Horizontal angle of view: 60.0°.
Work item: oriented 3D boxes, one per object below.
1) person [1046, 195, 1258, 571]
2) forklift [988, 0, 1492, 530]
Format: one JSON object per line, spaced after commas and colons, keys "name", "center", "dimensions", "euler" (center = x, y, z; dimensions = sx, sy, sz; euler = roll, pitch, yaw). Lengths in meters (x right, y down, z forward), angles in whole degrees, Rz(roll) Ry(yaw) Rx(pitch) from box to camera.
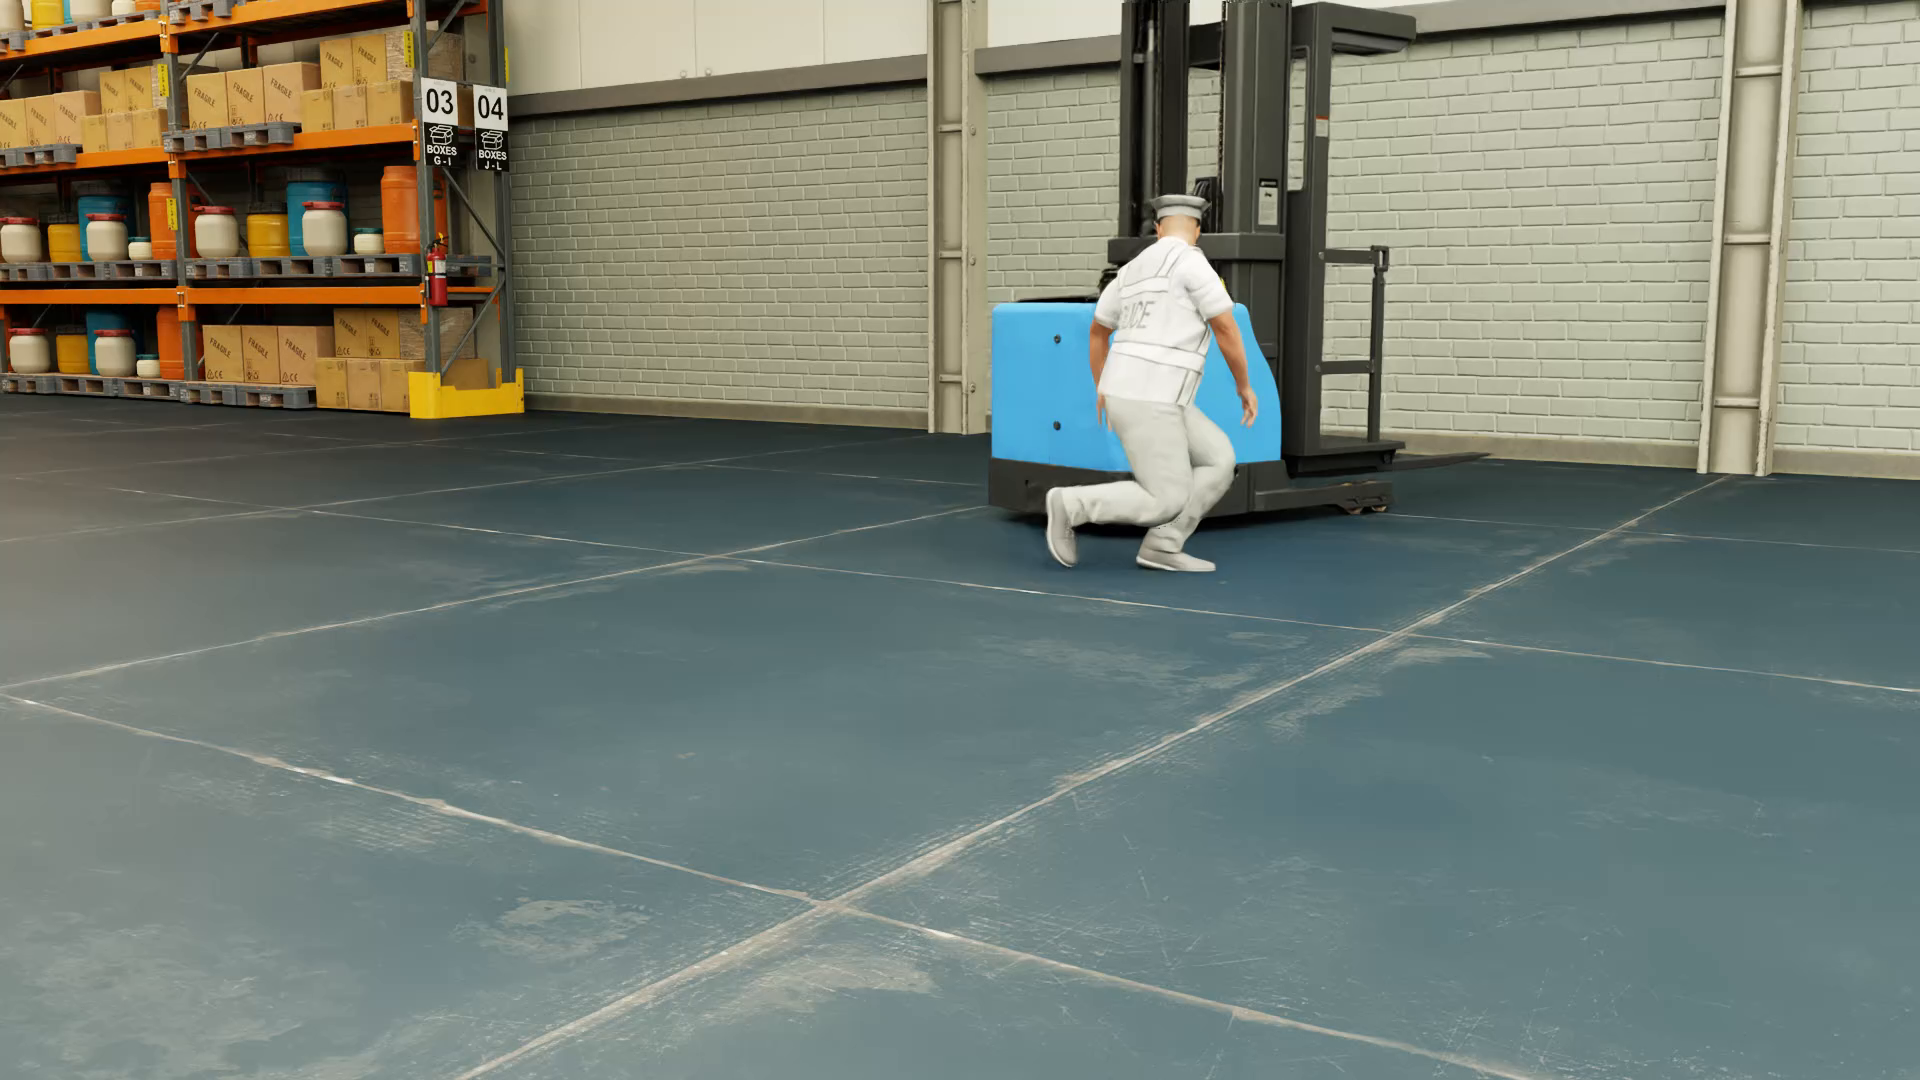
{"name": "person", "center": [0.762, -0.619, 6.716], "dimensions": [0.830, 1.531, 0.654], "euler": [0, 8, -1]}
{"name": "forklift", "center": [1.624, -1.631, 8.663], "dimensions": [3.031, 2.935, 1.130], "euler": [-6, 10, -37]}
